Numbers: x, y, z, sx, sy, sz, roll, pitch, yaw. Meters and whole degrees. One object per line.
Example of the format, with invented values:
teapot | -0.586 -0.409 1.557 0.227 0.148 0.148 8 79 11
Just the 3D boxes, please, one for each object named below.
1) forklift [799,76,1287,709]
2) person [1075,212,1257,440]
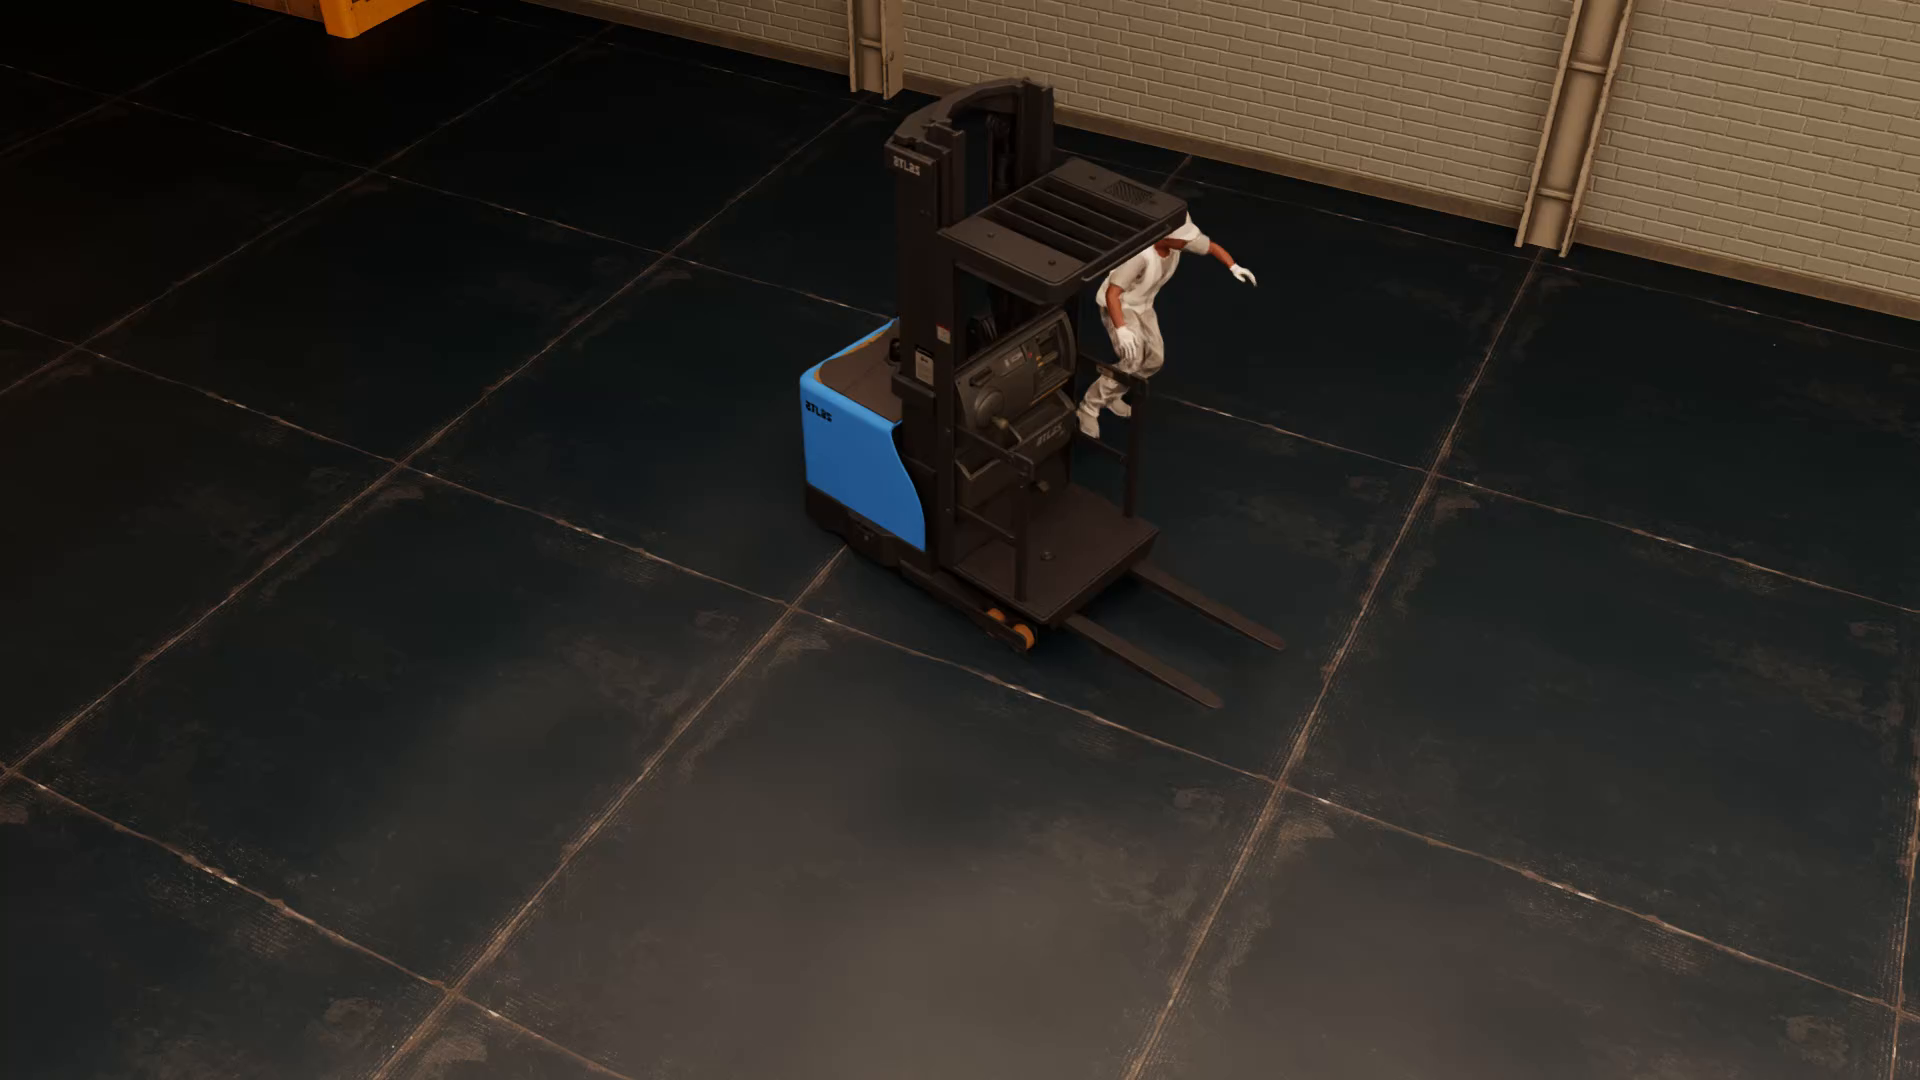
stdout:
forklift | 0.469 -0.862 9.010 3.031 2.935 1.130 30 49 31
person | 1.259 -1.415 10.768 0.952 1.525 1.171 28 48 29
